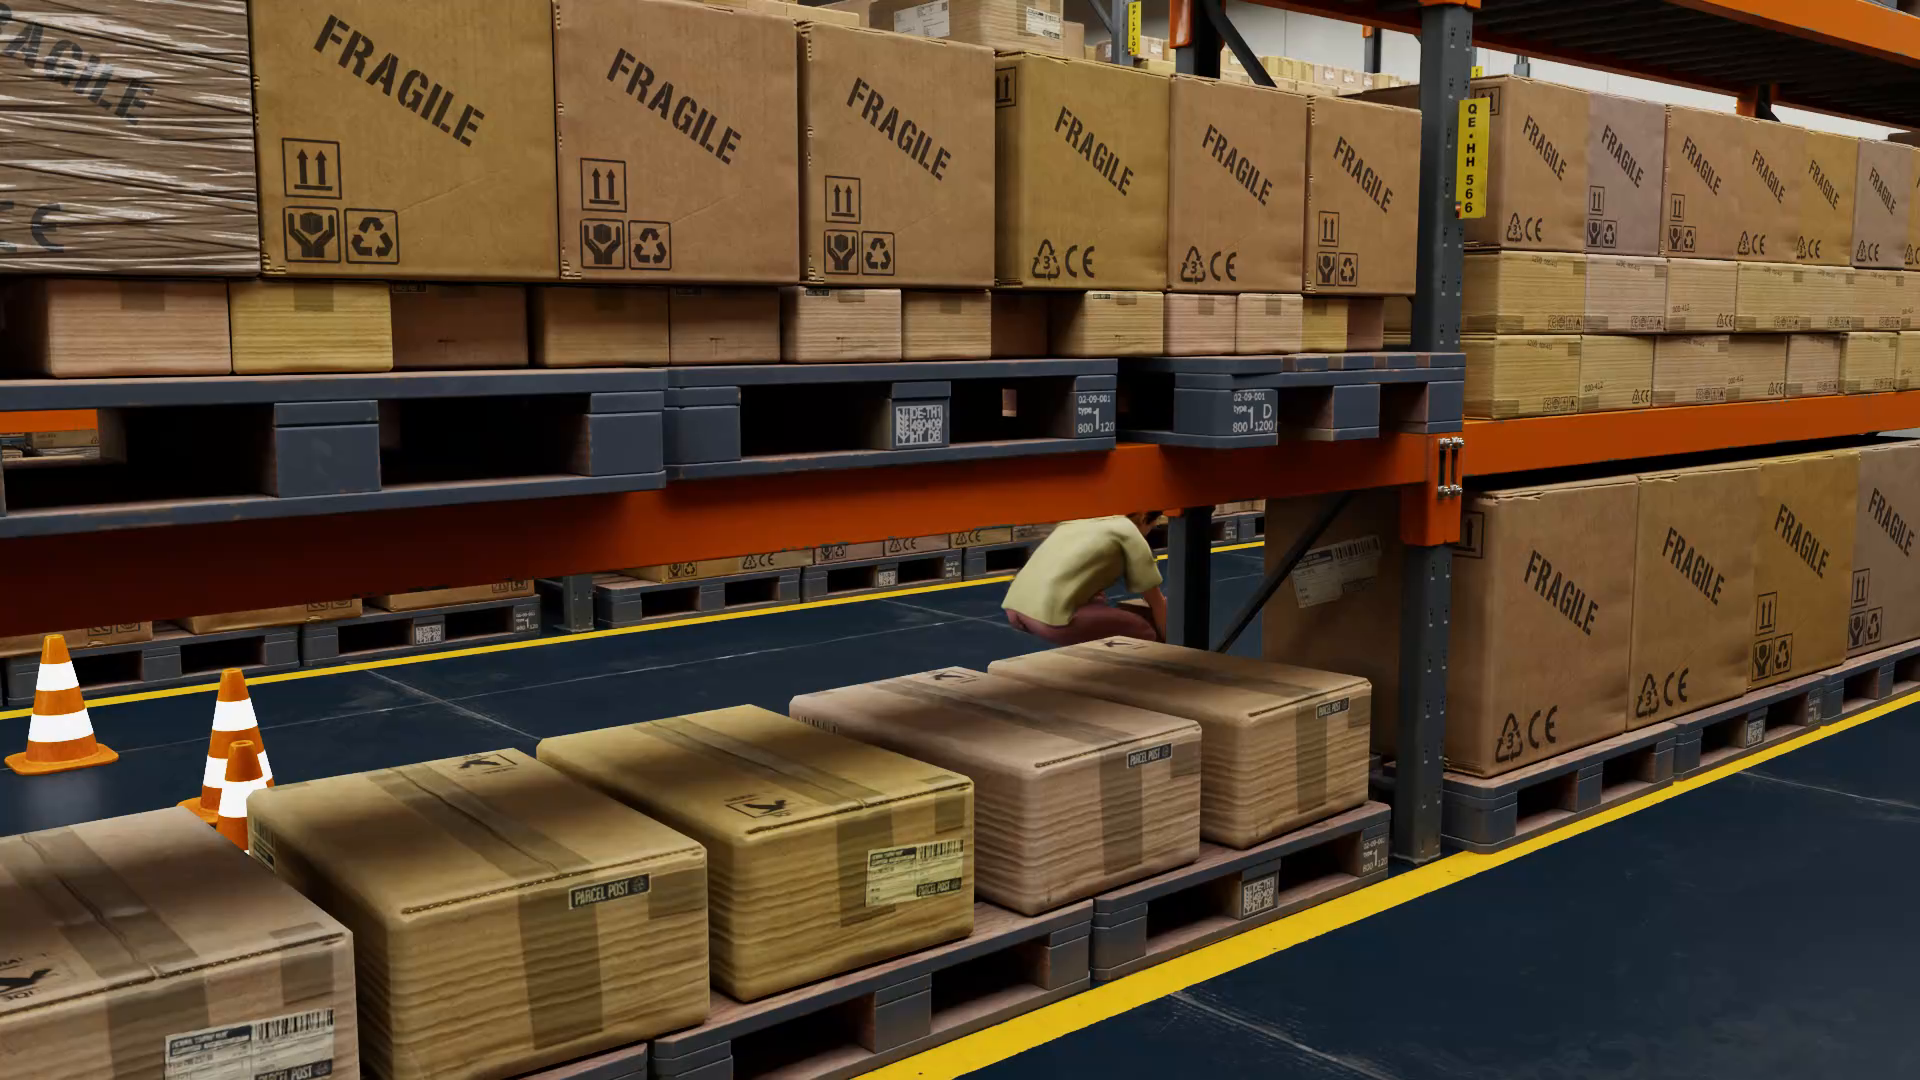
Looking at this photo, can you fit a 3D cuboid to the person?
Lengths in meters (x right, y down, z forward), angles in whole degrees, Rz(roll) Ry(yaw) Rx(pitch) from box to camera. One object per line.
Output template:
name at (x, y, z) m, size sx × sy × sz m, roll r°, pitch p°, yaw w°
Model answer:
person at (0.532, 0.307, 6.664) m, size 0.793 × 0.845 × 0.491 m, roll -5°, pitch 9°, yaw -31°
